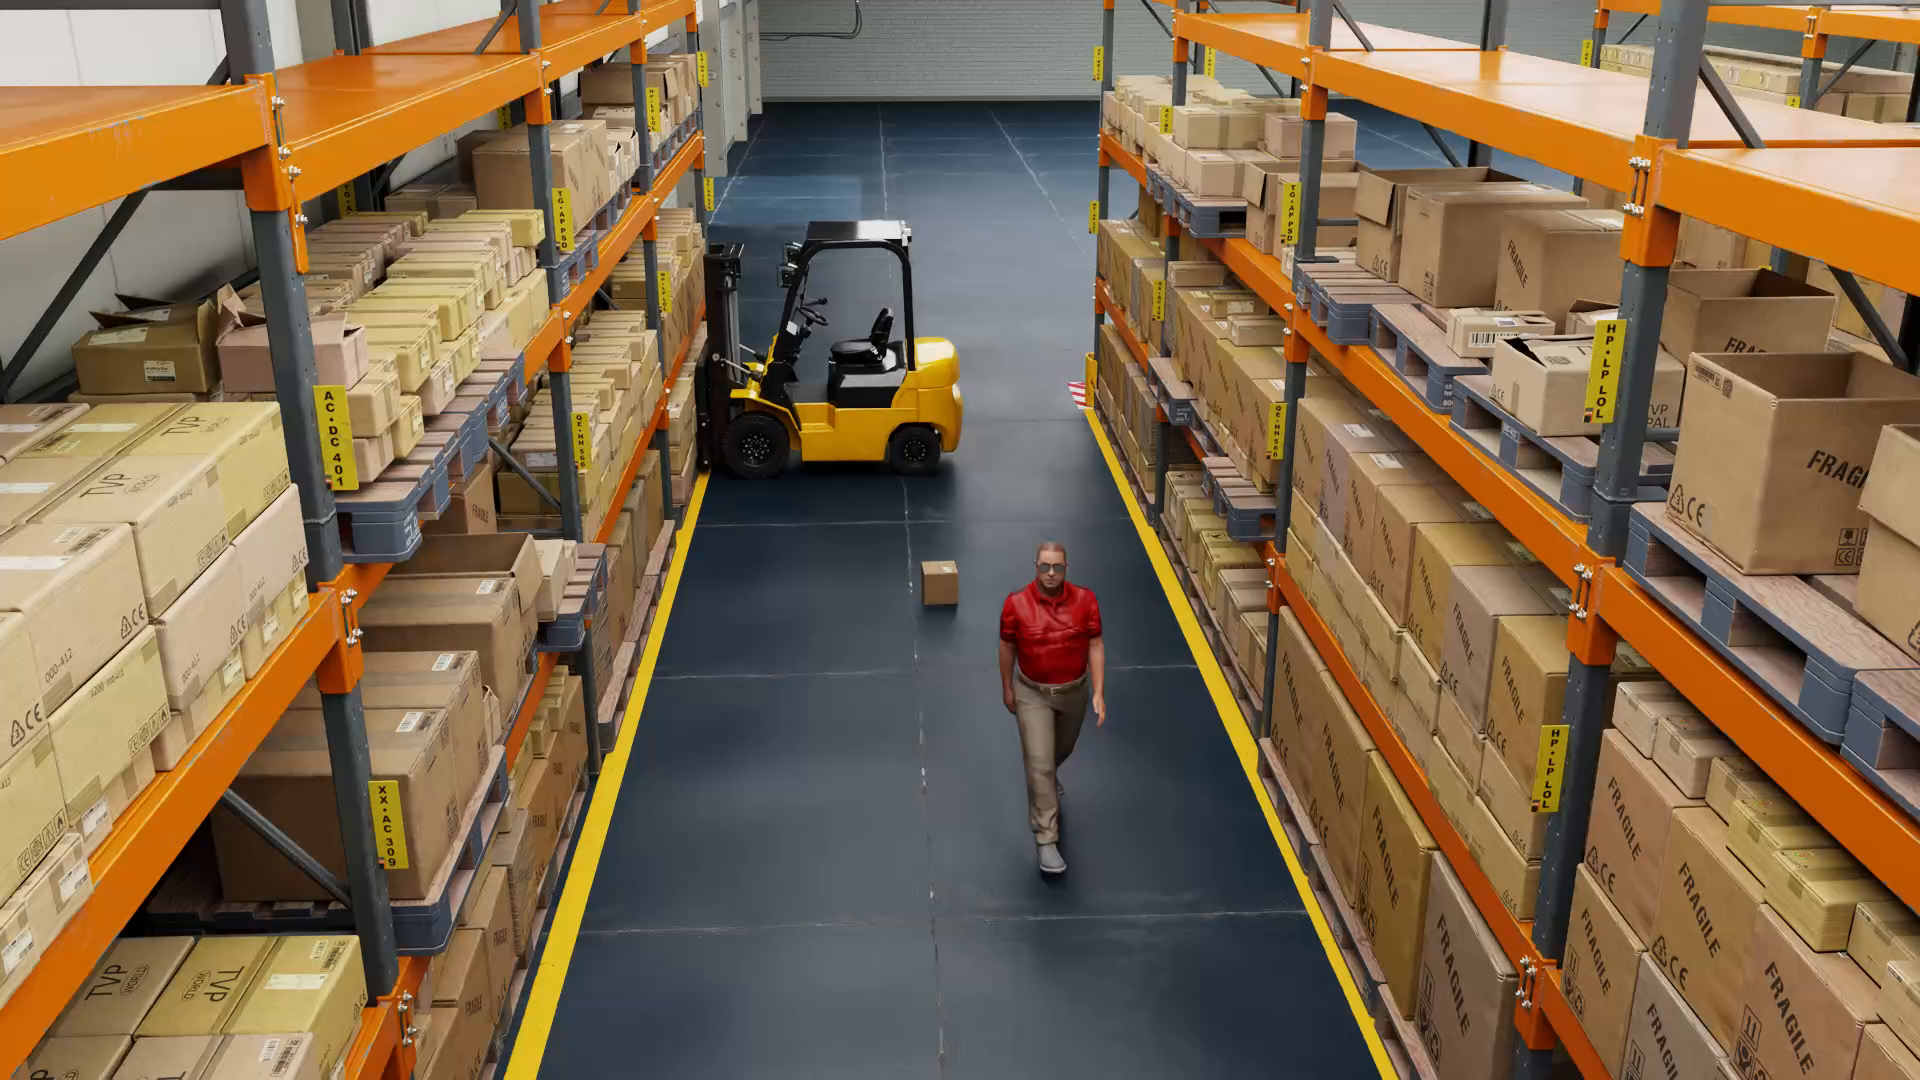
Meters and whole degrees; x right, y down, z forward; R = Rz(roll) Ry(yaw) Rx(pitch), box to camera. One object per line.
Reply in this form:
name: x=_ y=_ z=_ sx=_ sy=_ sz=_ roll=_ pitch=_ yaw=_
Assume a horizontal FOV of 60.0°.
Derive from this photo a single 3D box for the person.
person: x=0.501 y=0.815 z=8.889 sx=0.535 sy=1.672 sz=1.068 roll=-5 pitch=21 yaw=-12
